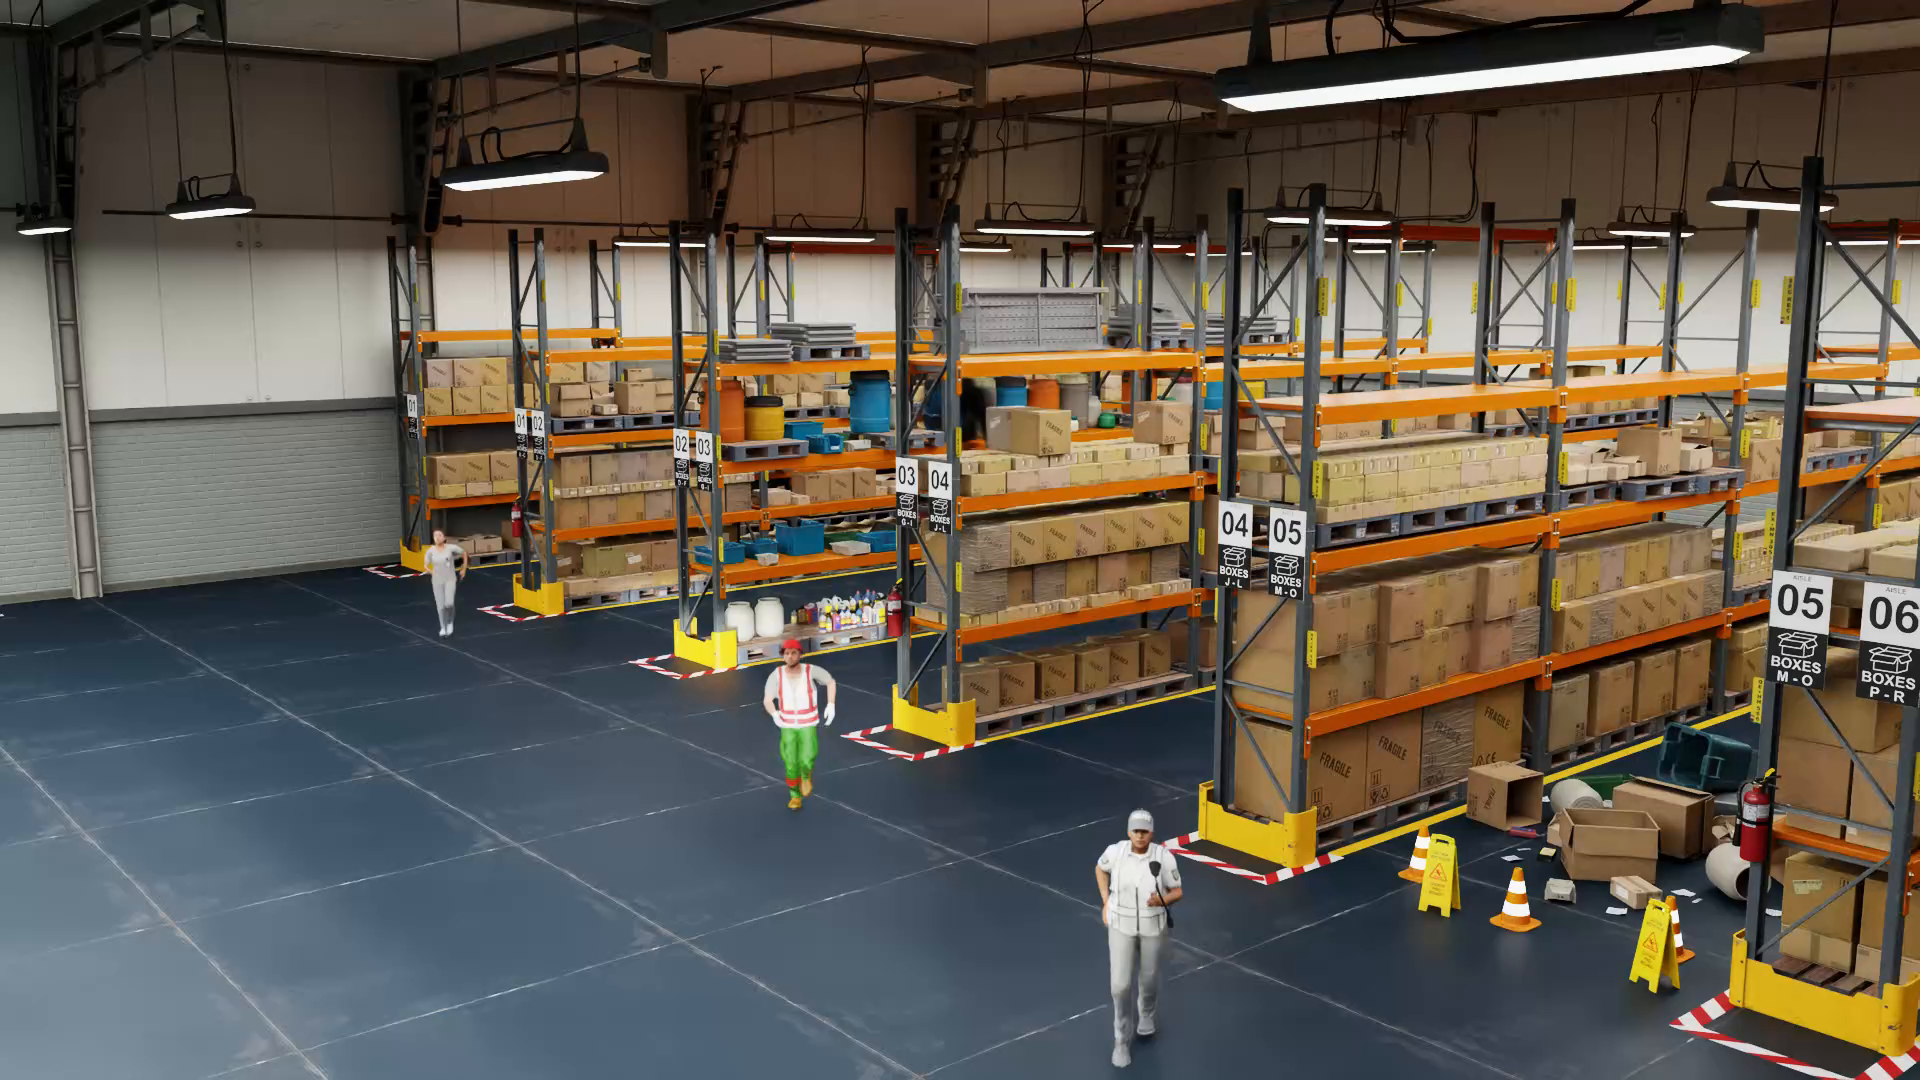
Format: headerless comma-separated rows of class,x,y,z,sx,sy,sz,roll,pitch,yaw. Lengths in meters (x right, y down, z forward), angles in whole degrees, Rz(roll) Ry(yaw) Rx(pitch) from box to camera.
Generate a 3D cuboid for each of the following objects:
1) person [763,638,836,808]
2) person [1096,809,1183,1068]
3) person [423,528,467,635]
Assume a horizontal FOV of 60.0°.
person,-1.575,1.821,16.264,0.695,1.738,0.697,0,9,1
person,1.200,2.656,11.213,0.587,1.730,0.691,1,9,6
person,-7.515,0.626,24.288,0.584,1.622,0.773,-1,9,-7
